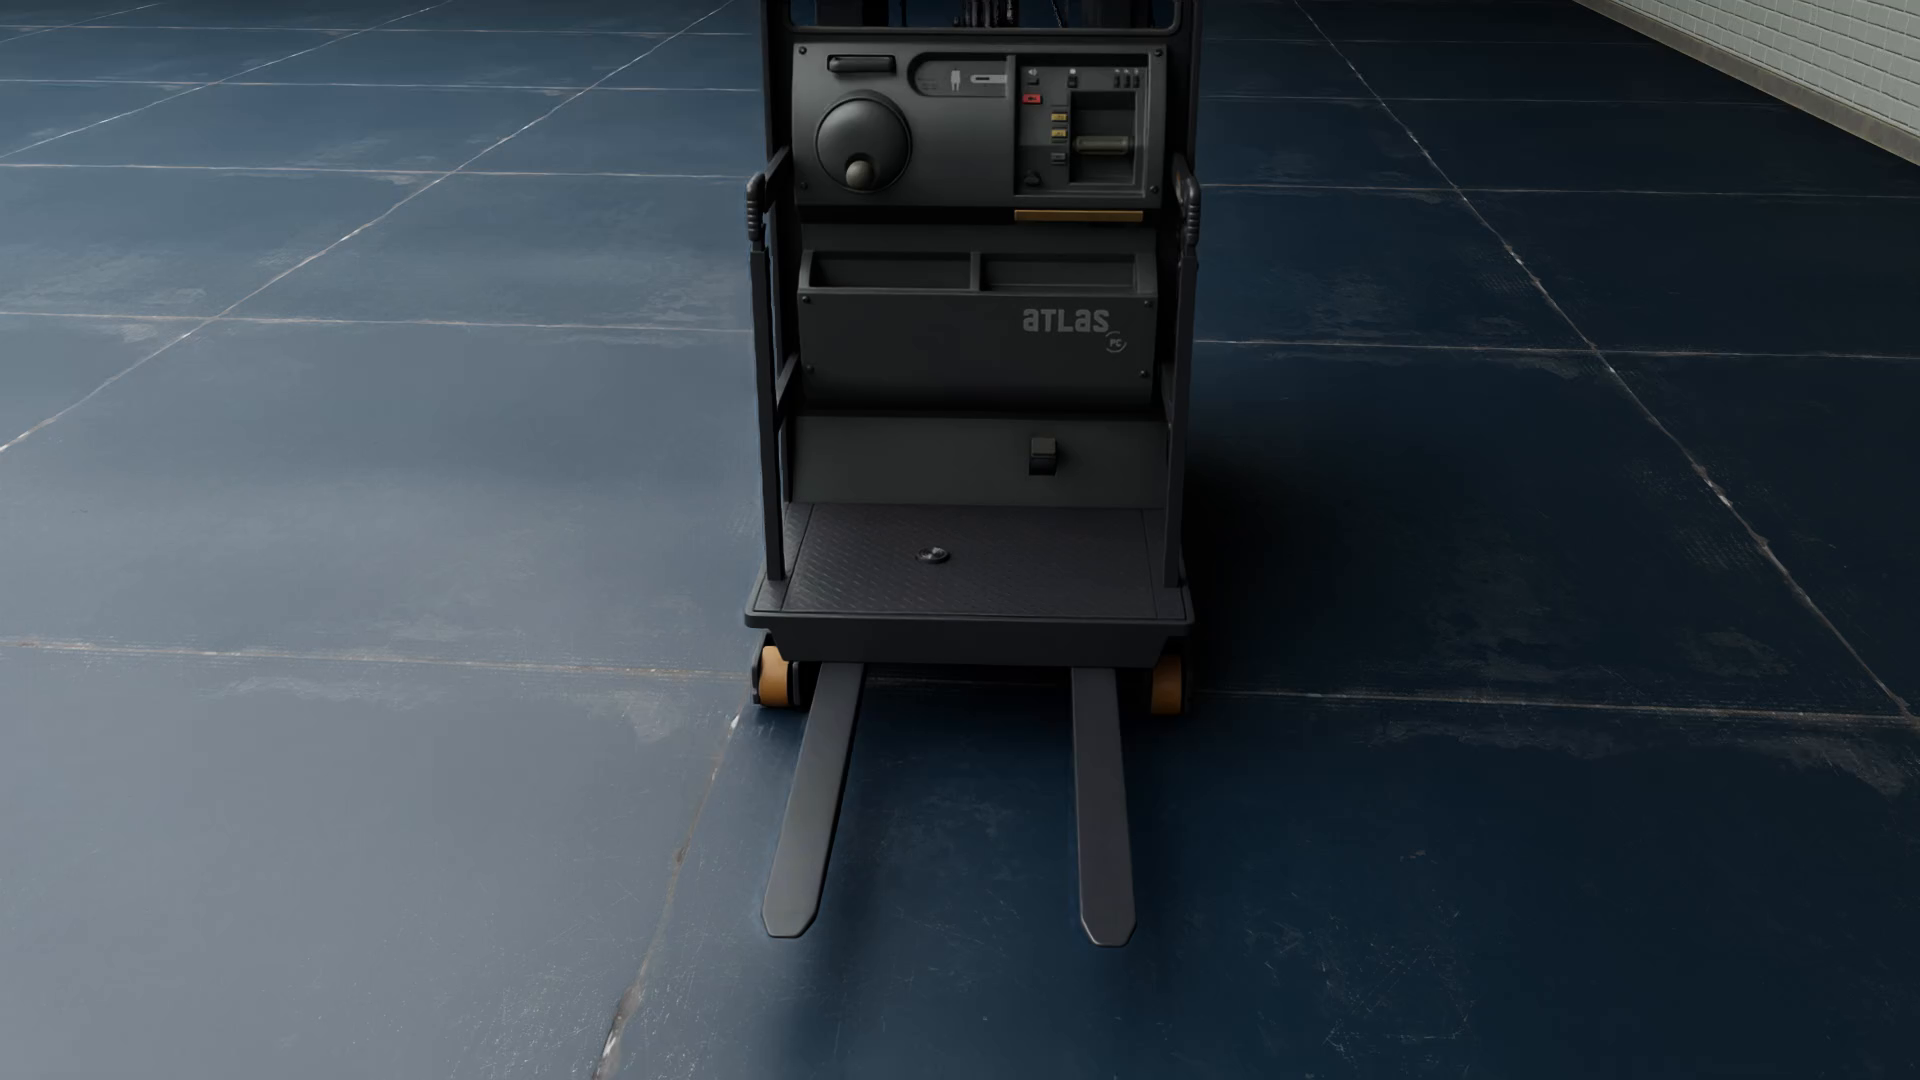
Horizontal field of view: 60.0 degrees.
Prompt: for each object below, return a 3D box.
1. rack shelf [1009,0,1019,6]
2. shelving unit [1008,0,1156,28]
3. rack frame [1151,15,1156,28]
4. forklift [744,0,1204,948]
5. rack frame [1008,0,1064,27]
[{"bbox_3d":[0.475,-2.033,5.515,0.431,0.518,0.480,-18,30,-34],"label":"rack shelf"},{"bbox_3d":[0.475,-1.410,5.802,0.431,2.100,0.503,-18,30,-34],"label":"shelving unit"},{"bbox_3d":[0.623,-1.329,5.626,0.400,2.100,0.015,-18,30,-34],"label":"rack frame"},{"bbox_3d":[0.040,-1.015,3.950,1.130,2.935,3.031,1,25,2],"label":"forklift"},{"bbox_3d":[0.326,-1.491,5.978,0.400,2.100,0.015,-18,30,-34],"label":"rack frame"}]
